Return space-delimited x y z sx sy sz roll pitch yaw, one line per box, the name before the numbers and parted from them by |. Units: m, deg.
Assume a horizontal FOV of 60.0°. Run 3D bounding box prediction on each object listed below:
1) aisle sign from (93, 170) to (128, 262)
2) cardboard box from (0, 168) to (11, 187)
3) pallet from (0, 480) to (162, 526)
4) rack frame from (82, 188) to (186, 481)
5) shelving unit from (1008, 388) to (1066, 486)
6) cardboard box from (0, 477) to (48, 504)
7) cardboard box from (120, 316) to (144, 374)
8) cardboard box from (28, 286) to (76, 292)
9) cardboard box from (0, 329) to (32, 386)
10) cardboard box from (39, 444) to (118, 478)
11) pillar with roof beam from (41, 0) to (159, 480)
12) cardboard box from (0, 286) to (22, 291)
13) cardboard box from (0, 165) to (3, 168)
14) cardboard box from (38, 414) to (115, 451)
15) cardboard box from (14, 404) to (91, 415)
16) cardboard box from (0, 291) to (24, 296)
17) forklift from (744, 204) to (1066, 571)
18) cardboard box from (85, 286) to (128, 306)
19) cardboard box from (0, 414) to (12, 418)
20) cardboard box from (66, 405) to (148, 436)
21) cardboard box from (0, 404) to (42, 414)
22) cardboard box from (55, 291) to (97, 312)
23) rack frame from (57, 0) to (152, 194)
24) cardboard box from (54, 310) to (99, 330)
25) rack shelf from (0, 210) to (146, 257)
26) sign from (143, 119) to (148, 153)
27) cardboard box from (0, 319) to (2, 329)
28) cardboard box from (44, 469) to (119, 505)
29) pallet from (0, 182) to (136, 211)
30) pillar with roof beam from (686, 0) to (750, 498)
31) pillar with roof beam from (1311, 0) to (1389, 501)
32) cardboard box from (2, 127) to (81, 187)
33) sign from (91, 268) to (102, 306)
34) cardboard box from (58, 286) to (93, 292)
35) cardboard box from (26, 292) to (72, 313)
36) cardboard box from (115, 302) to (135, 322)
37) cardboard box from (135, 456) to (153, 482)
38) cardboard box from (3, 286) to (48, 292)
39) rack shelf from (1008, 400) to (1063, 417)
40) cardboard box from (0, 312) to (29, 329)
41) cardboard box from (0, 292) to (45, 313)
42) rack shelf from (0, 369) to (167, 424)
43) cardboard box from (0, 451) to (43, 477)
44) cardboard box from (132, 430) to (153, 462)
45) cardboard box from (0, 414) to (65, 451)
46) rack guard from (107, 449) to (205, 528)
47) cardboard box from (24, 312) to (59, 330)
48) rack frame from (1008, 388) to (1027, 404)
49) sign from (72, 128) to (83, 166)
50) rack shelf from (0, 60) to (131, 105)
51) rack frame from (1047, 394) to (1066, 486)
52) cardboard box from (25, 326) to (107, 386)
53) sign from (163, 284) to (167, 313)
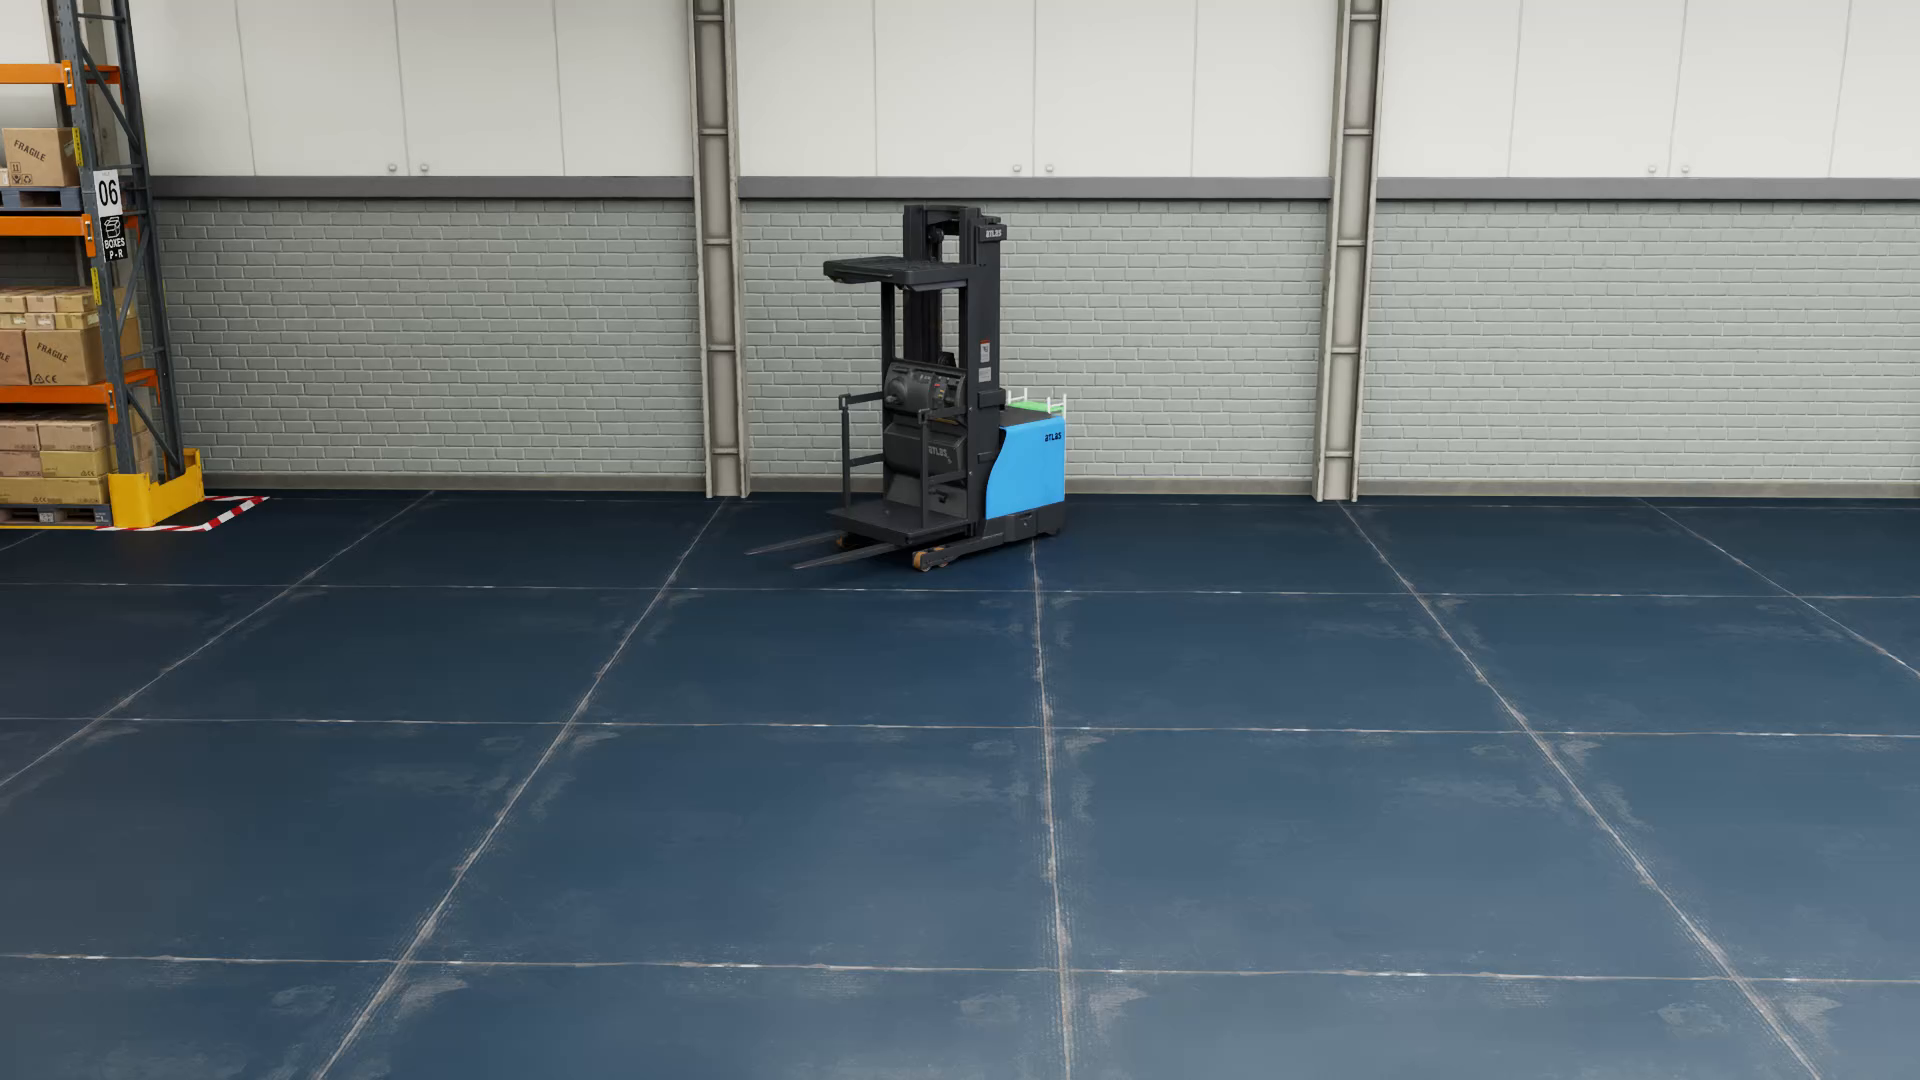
aisle sign | -7.572 -2.893 14.830 0.004 0.787 0.394 0 15 1
cardboard box | -8.466 -3.220 14.757 0.250 0.149 0.380 0 15 0
pallet | -8.396 -0.358 15.782 1.213 0.211 1.003 0 15 1
rack frame | -7.630 -1.712 15.447 0.127 3.000 1.000 0 15 1
shelving unit | 0.705 -0.773 15.418 0.258 1.200 0.503 -14 20 -43
cardboard box | -8.605 -0.513 15.472 0.500 0.250 0.500 0 15 1
cardboard box | -8.118 -1.834 15.715 0.500 0.500 0.500 1 15 3
cardboard box | -8.486 -2.282 15.561 0.250 0.149 0.380 1 15 2
cardboard box | -8.647 -1.702 15.215 0.500 0.500 0.500 1 15 3
cardboard box | -8.125 -0.750 15.391 0.500 0.250 0.500 0 15 1
pillar with roof beam | -8.413 -3.749 11.409 0.400 9.000 9.100 0 15 1
cardboard box | -8.997 -2.283 15.564 0.250 0.149 0.380 1 15 3
cardboard box | -8.720 -3.278 14.749 0.258 0.266 0.396 0 15 2
cardboard box | -8.099 -0.992 15.327 0.500 0.250 0.500 1 15 3
cardboard box | -8.606 -1.122 15.821 0.500 0.250 0.500 0 15 2
cardboard box | -8.750 -2.175 15.154 0.250 0.149 0.380 0 15 2
forklift | -0.451 -1.305 14.040 3.031 2.935 1.130 -14 20 -42
cardboard box | -7.961 -2.274 15.529 0.250 0.149 0.380 0 15 0
cardboard box | -9.114 -0.995 15.337 0.500 0.250 0.500 1 15 2
cardboard box | -8.106 -1.120 15.812 0.500 0.250 0.500 0 15 1
cardboard box | -9.105 -1.128 15.843 0.500 0.250 0.500 0 15 1
cardboard box | -7.994 -2.166 15.119 0.250 0.149 0.380 0 15 2
rack frame | -7.630 -4.612 14.682 0.127 3.000 1.000 0 15 1
cardboard box | -7.984 -2.004 15.090 0.250 0.149 0.380 1 15 2
rack shelf | -9.630 -2.827 15.206 4.000 0.370 1.077 0 15 1
sign | -7.610 -3.764 15.480 0.005 0.325 0.100 0 15 1
cardboard box | -8.746 -2.020 15.150 0.250 0.149 0.380 0 15 1
cardboard box | -8.108 -0.508 15.451 0.500 0.250 0.500 0 15 2
pallet | -8.336 -3.130 15.119 1.213 0.211 1.003 0 15 1
pillar with roof beam | -2.415 -3.710 11.261 0.400 9.000 9.100 0 15 1
pillar with roof beam | 3.583 -3.671 11.113 0.400 9.000 9.100 0 15 1
cardboard box | -8.079 -3.402 14.761 0.500 0.500 0.500 1 15 3
sign | -7.658 -2.248 14.745 0.005 0.325 0.100 0 15 1
cardboard box | -8.225 -2.292 15.596 0.250 0.149 0.380 1 15 3
cardboard box | -8.241 -2.160 15.095 0.250 0.149 0.380 0 15 2
cardboard box | -7.963 -2.142 15.611 0.250 0.149 0.380 0 15 0
cardboard box | -8.116 -0.638 15.946 0.500 0.250 0.500 0 15 2
cardboard box | -8.733 -2.288 15.581 0.250 0.149 0.380 0 15 2
rack shelf | 0.705 -1.175 15.311 0.258 0.148 0.480 -14 20 -43
cardboard box | -8.498 -2.016 15.133 0.250 0.149 0.380 1 15 2
cardboard box | -8.503 -2.154 15.075 0.250 0.149 0.380 1 15 3
rack shelf | -9.630 -1.377 15.589 4.000 0.370 1.077 0 15 1
cardboard box | -8.626 -0.756 15.414 0.500 0.250 0.500 0 15 1
cardboard box | -8.095 -0.883 15.893 0.500 0.250 0.500 1 15 2
cardboard box | -8.609 -0.994 15.334 0.500 0.250 0.500 1 15 2
rack guard | -7.606 -0.503 15.766 0.348 0.500 1.175 0 15 1
cardboard box | -8.240 -1.998 15.067 0.250 0.149 0.380 1 15 2
rack frame | 0.533 -0.817 15.585 0.240 1.200 0.015 -14 20 -43
sign | -7.658 -3.414 14.438 0.005 0.325 0.100 0 15 1
rack shelf | -9.630 -4.084 14.874 4.000 0.370 1.077 0 15 1
rack frame | 0.877 -0.729 15.250 0.240 1.200 0.015 -14 20 -43
cardboard box | -8.129 -1.696 15.193 0.500 0.500 0.500 0 15 0
sign | -7.610 -2.310 15.863 0.005 0.325 0.100 0 15 1
